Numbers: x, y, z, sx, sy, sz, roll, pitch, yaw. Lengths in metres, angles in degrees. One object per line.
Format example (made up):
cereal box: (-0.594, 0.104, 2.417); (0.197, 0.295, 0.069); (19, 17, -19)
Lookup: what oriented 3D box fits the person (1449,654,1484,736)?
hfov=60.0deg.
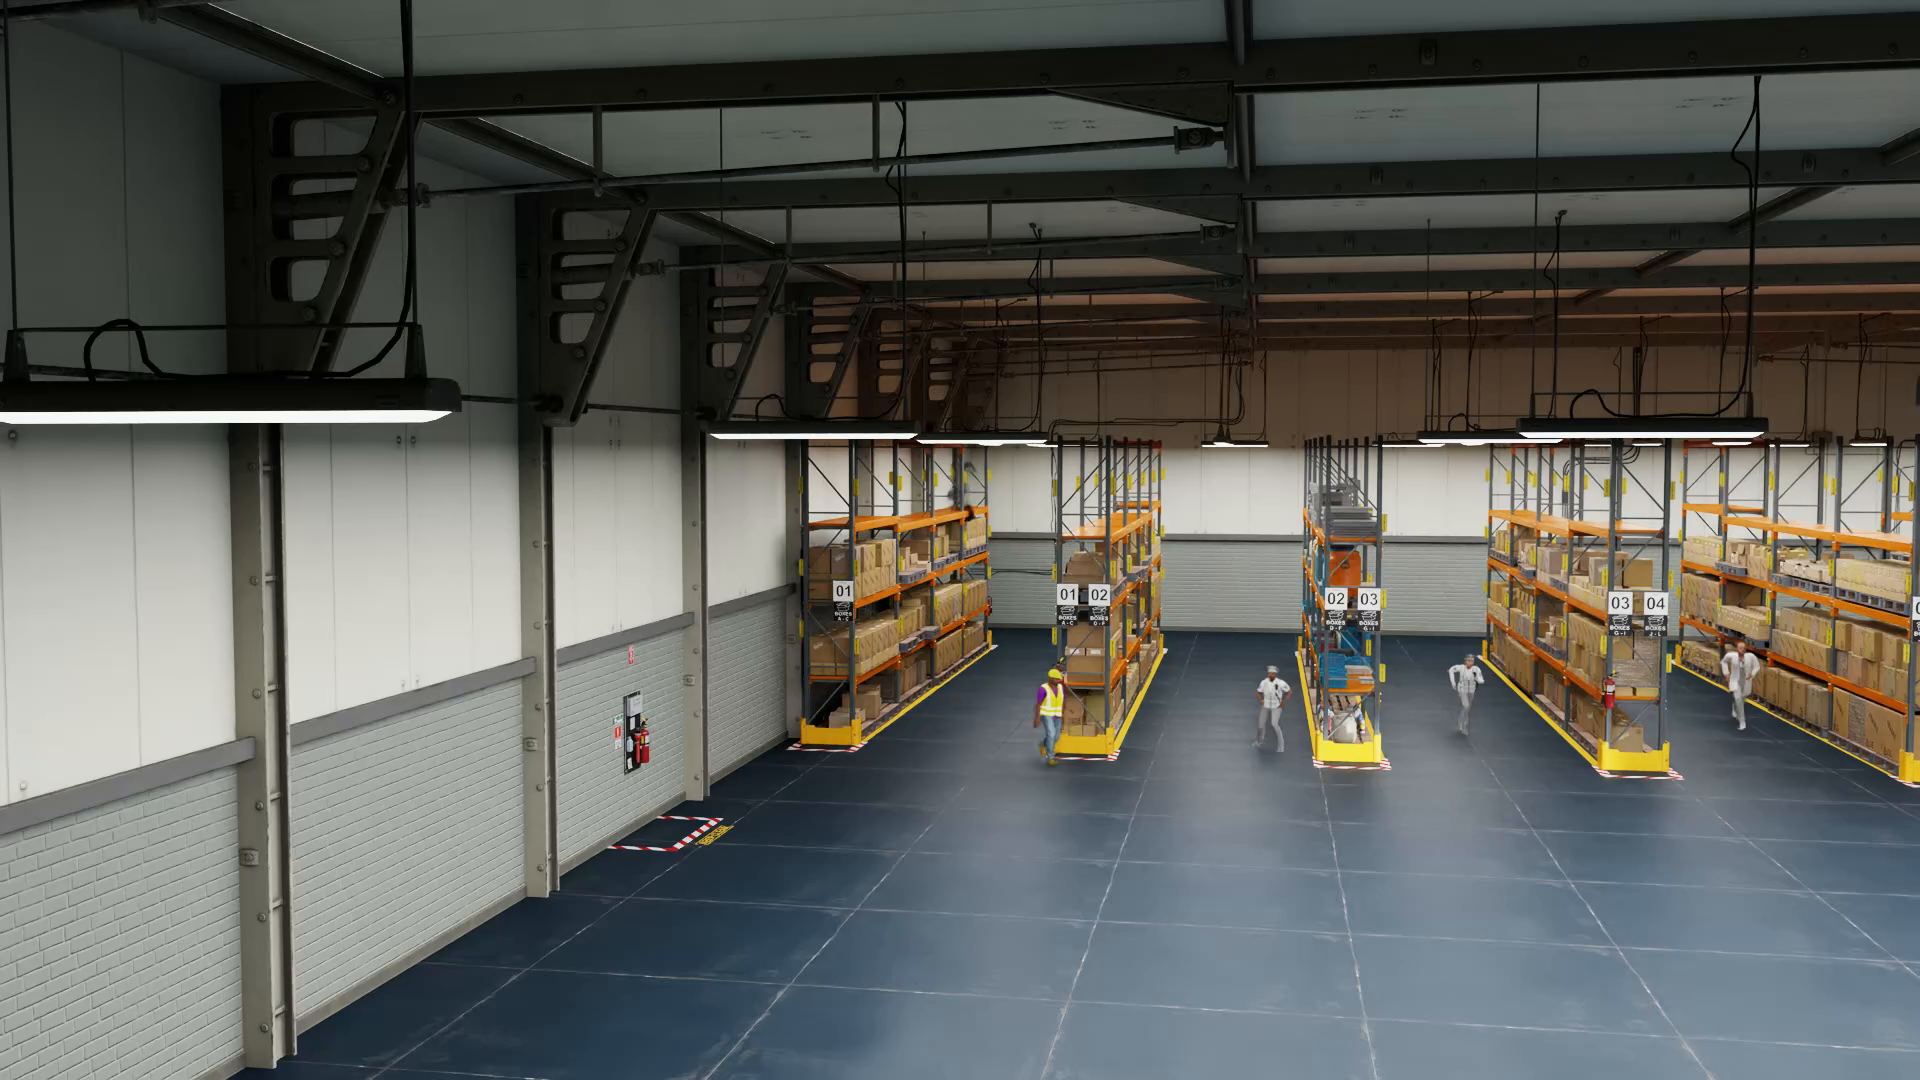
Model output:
person: (10.178, 3.085, 33.462); (0.602, 1.650, 0.885); (0, 3, -3)

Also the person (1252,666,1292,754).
person: (5.916, 3.202, 31.678); (0.781, 1.655, 0.690); (1, 3, 25)

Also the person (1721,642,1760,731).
person: (16.166, 2.987, 34.481); (0.712, 1.779, 1.185); (1, 3, 13)

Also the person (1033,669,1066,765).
person: (1.633, 3.204, 30.374); (0.668, 1.726, 0.845); (-2, 4, -32)
